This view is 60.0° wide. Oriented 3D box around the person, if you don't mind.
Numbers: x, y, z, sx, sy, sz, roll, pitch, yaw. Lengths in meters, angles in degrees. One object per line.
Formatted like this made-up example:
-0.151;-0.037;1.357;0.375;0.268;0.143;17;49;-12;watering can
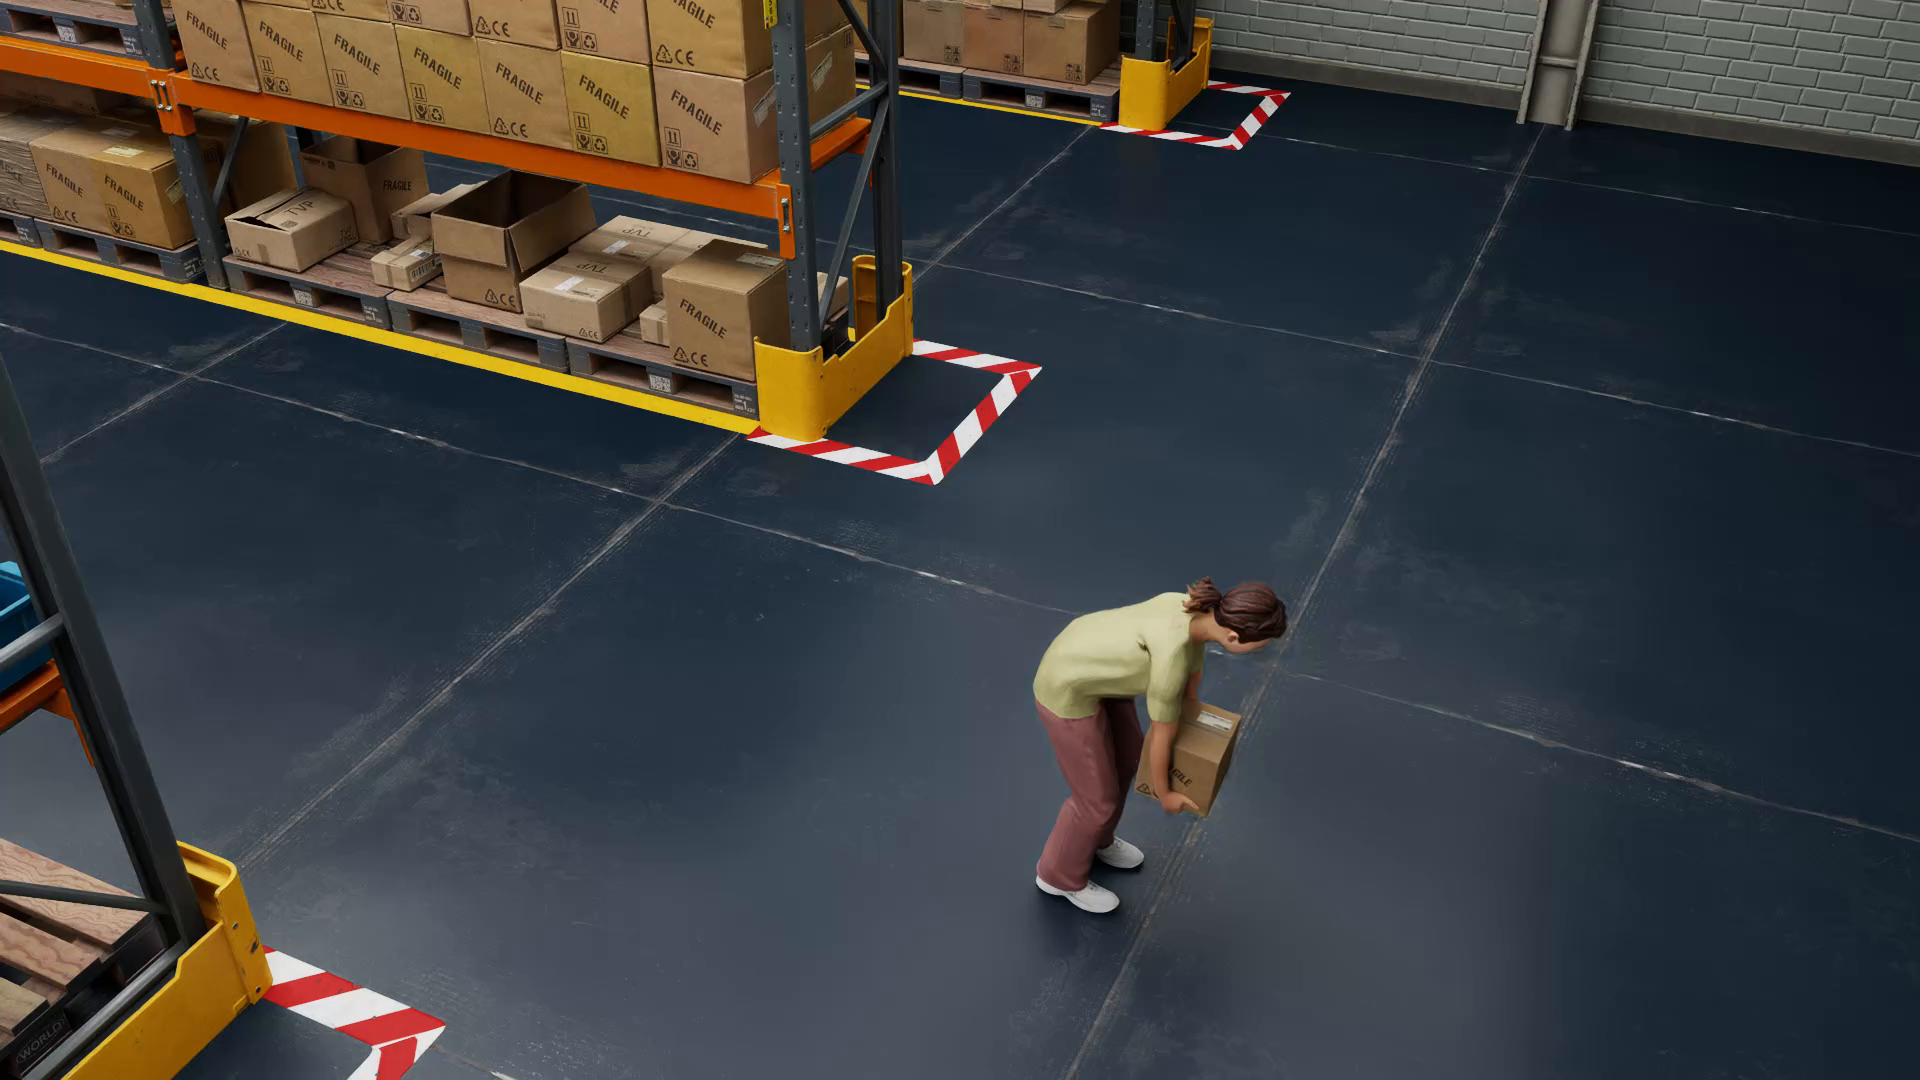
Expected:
0.624;0.654;5.436;0.777;1.380;0.406;14;36;19;person
